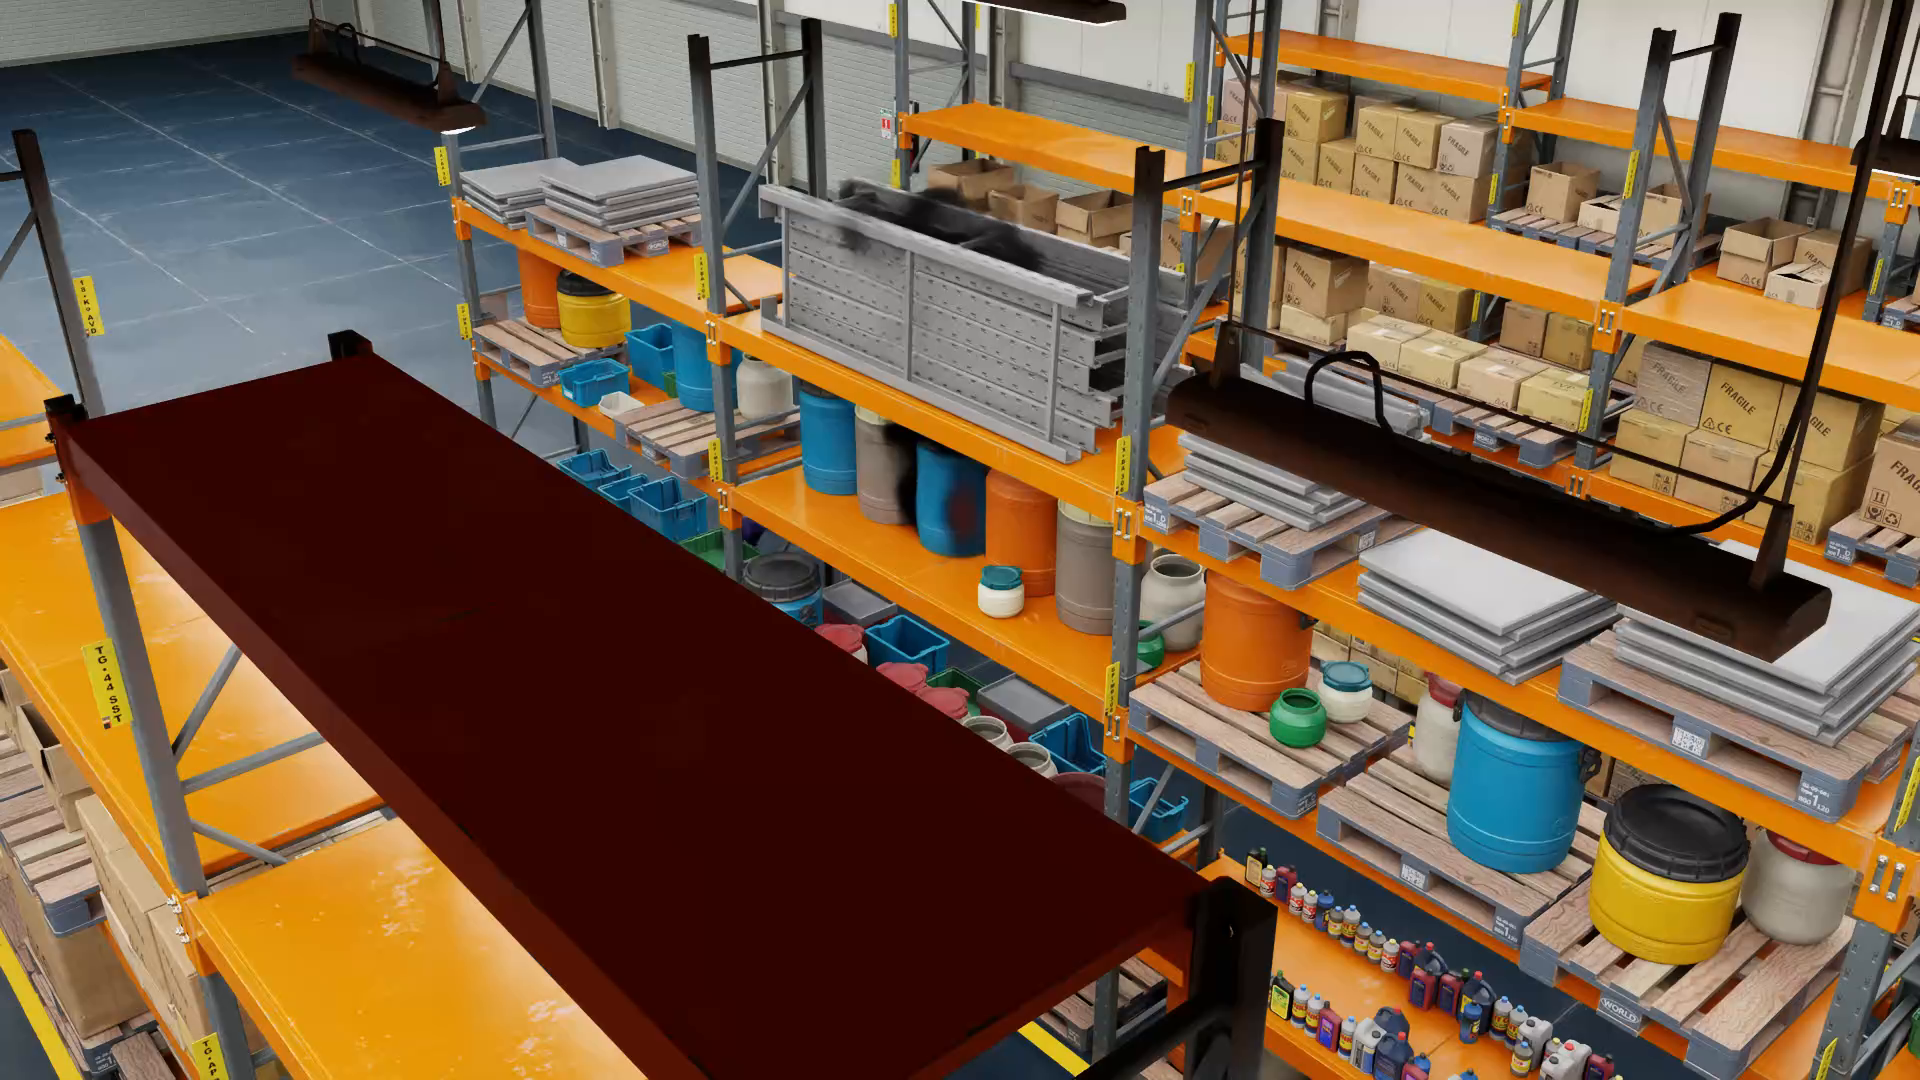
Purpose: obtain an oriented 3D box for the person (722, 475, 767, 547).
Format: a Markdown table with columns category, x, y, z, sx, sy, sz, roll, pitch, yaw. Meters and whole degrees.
| category | x | y | z | sx | sy | sz | roll | pitch | yaw |
| --- | --- | --- | --- | --- | --- | --- | --- | --- | --- |
| person | -2.094 | -0.158 | 16.124 | 0.603 | 1.596 | 0.571 | -23 | 35 | -37 |
